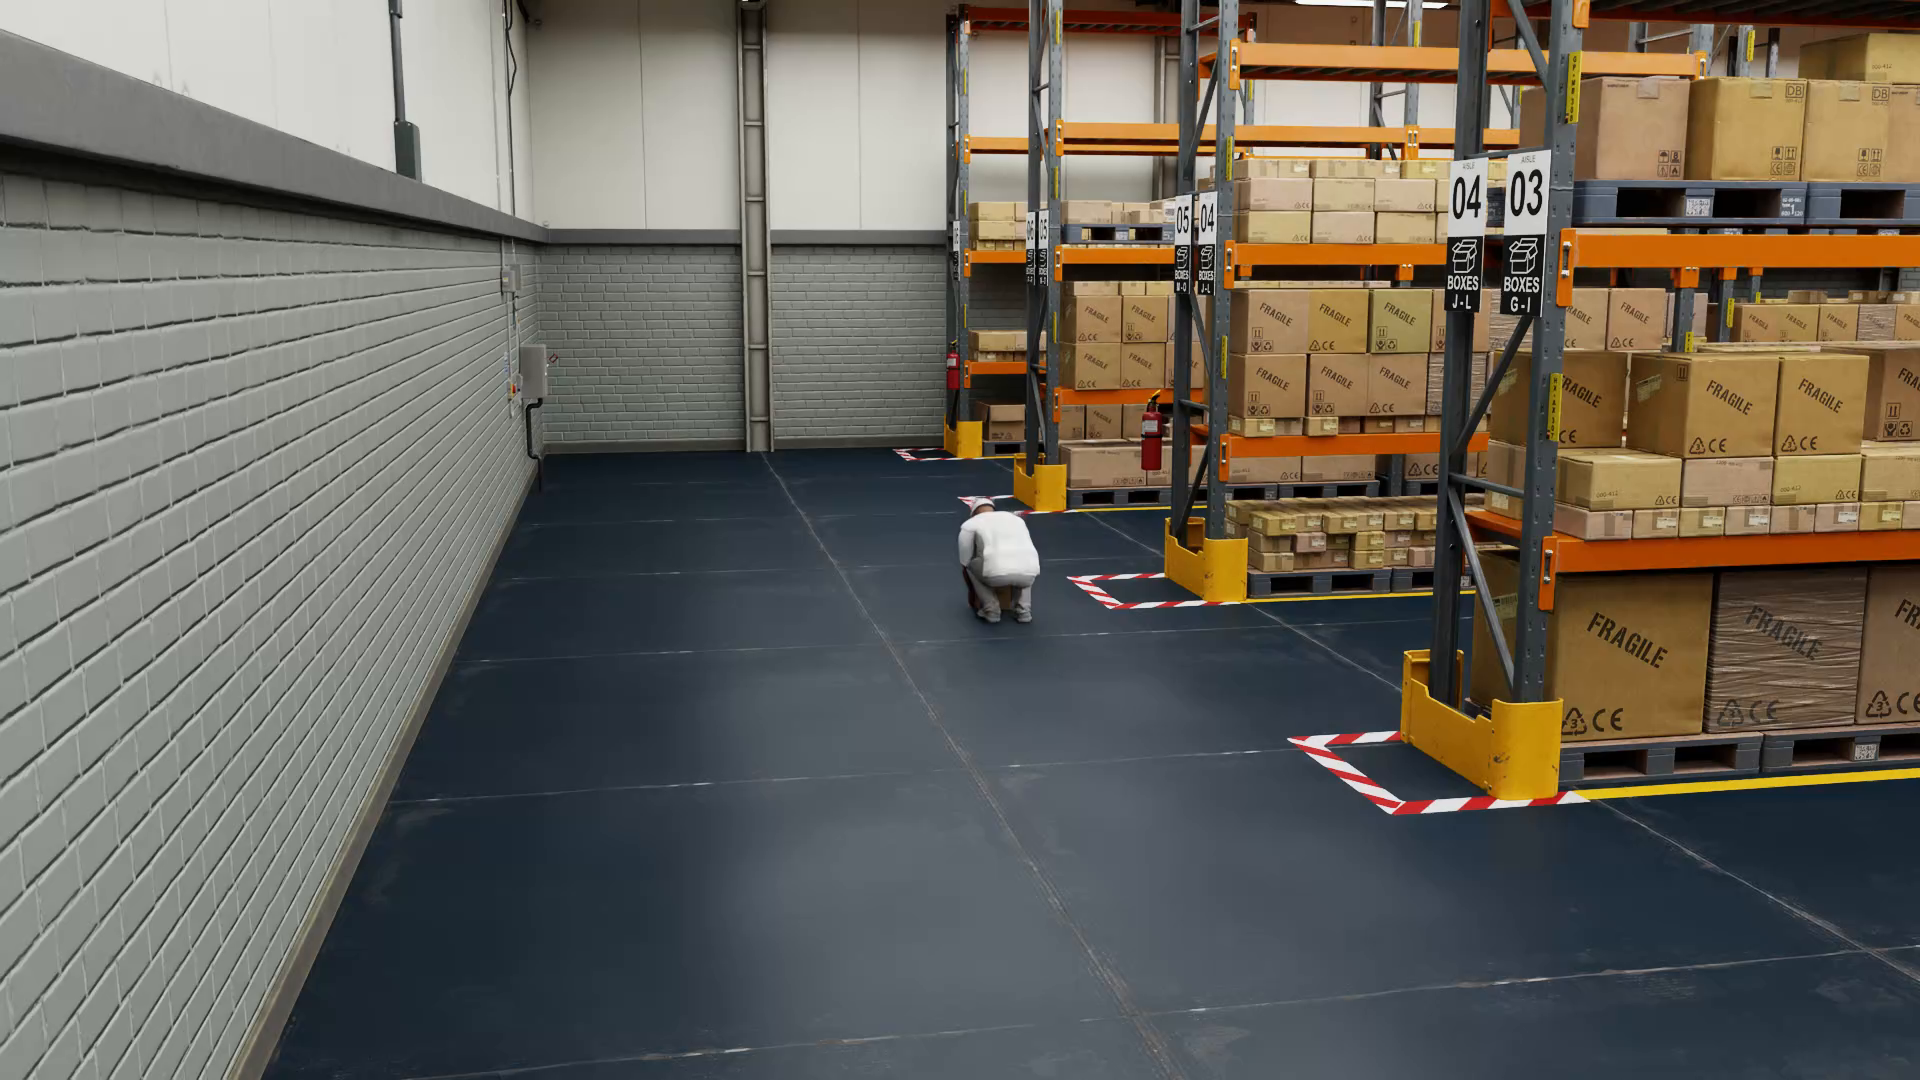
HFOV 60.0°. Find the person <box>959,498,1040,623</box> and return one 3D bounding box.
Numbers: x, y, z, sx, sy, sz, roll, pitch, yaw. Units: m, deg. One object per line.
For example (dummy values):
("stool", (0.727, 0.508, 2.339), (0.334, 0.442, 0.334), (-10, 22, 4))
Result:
("person", (0.281, 0.173, 12.630), (0.558, 0.894, 0.900), (-2, 10, -11))
